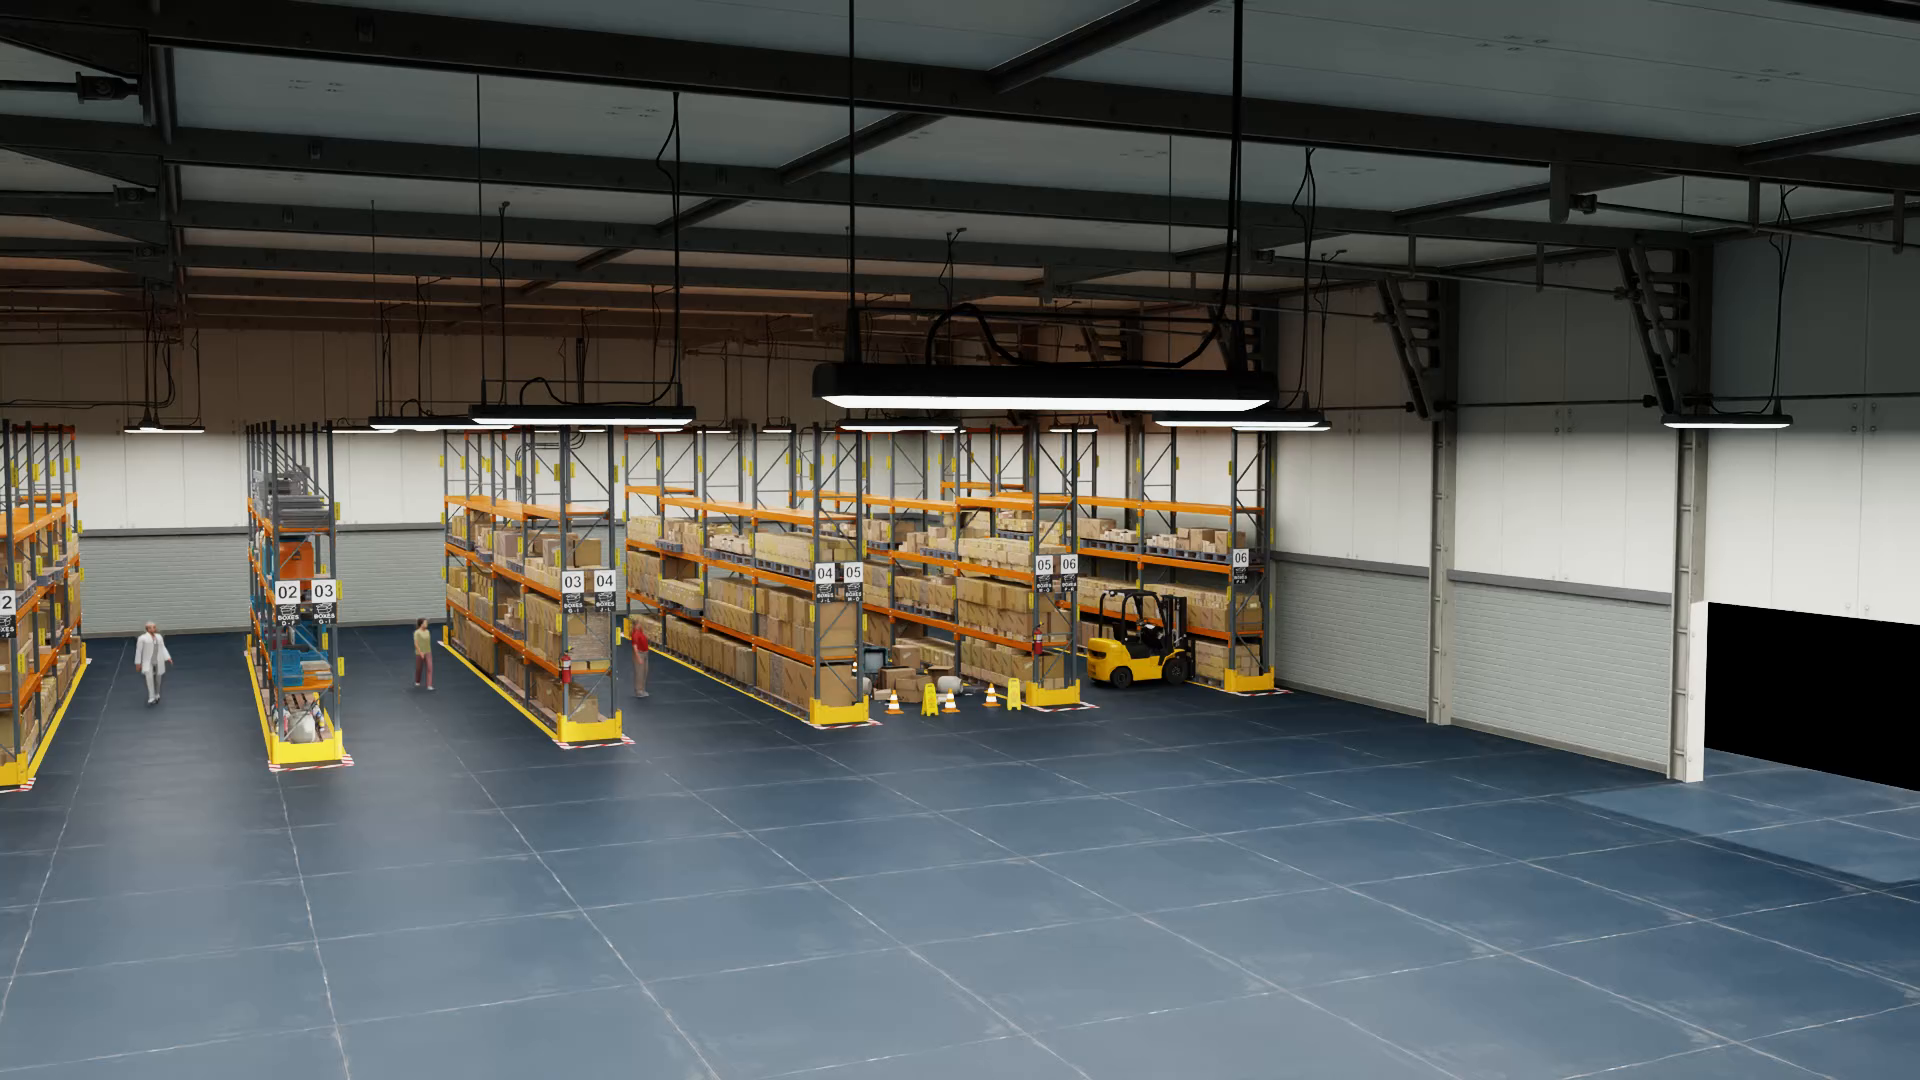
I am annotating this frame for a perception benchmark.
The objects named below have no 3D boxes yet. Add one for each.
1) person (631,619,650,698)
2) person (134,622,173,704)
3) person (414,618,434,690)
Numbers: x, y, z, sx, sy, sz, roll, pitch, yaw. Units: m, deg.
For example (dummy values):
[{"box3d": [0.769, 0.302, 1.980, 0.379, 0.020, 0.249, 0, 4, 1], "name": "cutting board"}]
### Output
[{"box3d": [-7.014, 2.594, 36.555, 0.448, 1.747, 0.595, 1, 4, 16], "name": "person"}, {"box3d": [-17.277, 2.619, 35.620, 0.734, 1.727, 1.128, -2, 4, -32], "name": "person"}, {"box3d": [-12.124, 2.564, 37.520, 0.411, 1.626, 0.978, -2, 4, -30], "name": "person"}]
